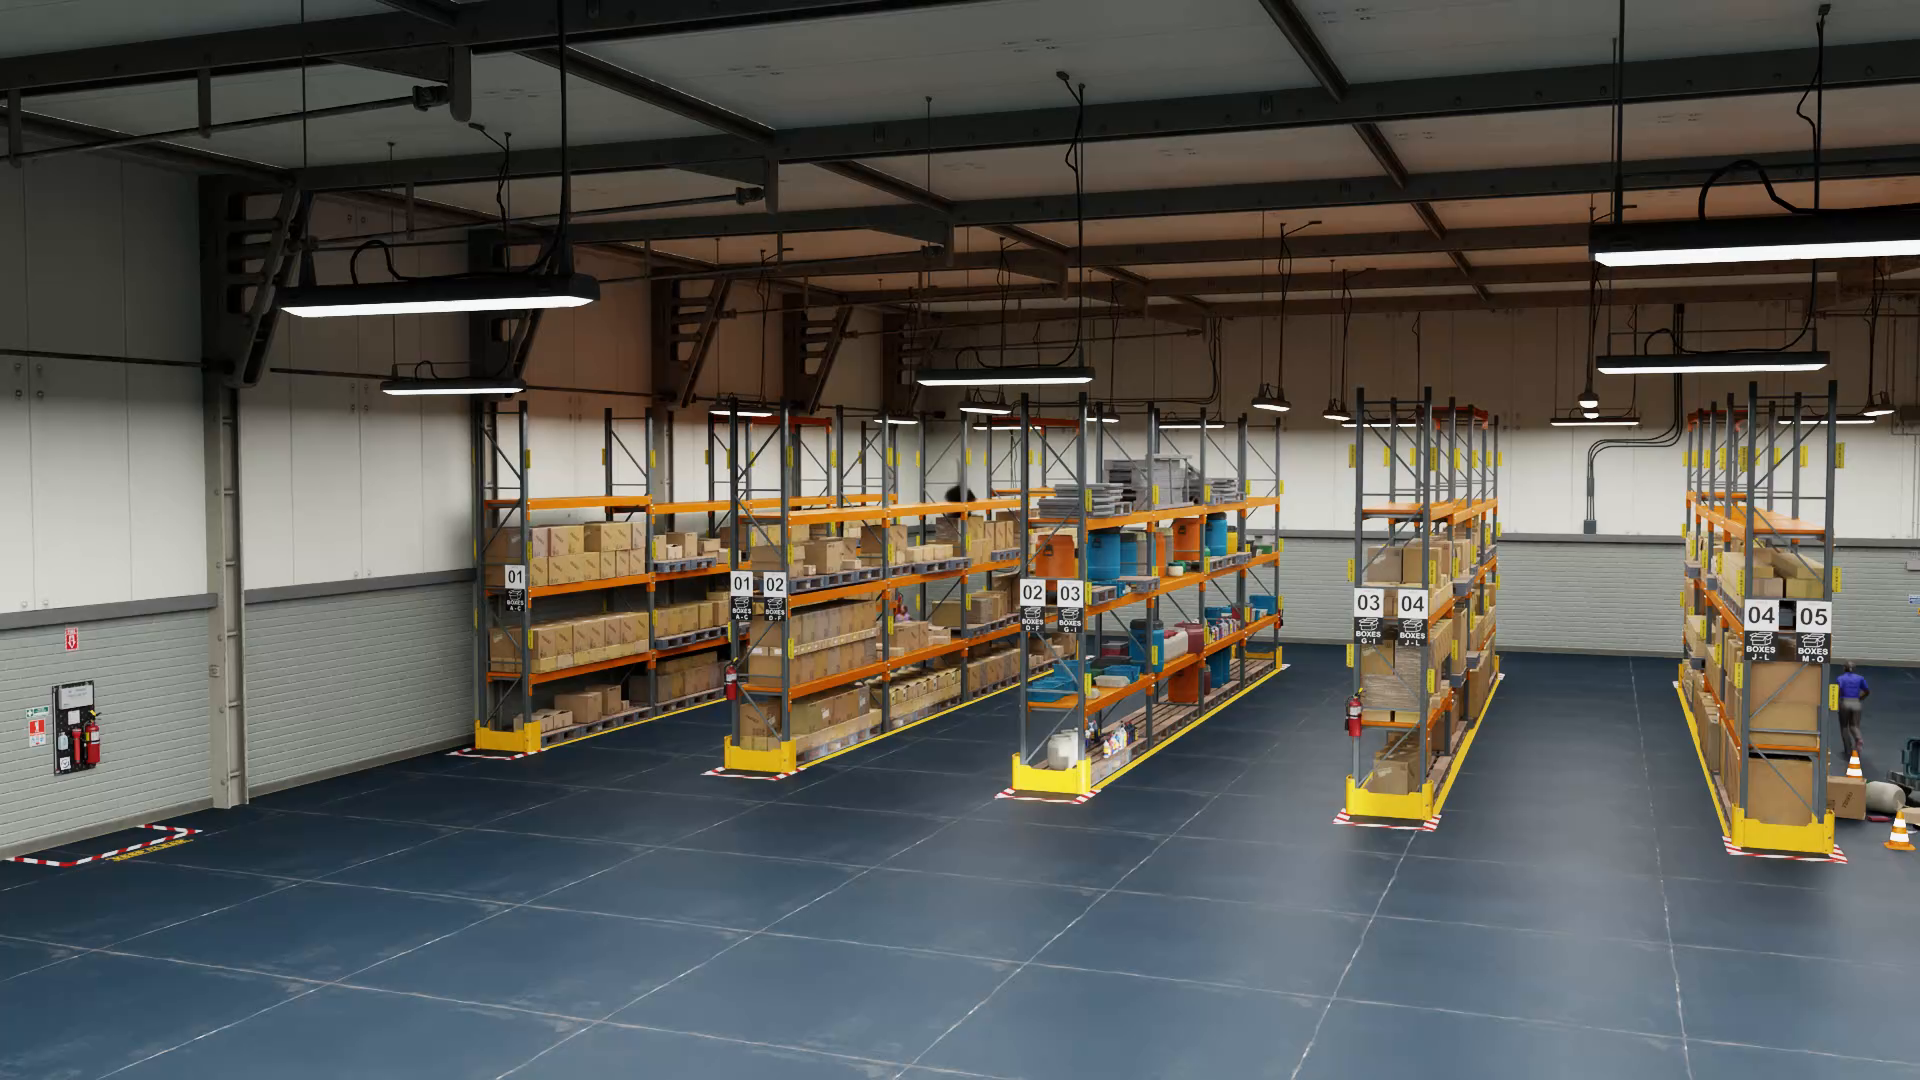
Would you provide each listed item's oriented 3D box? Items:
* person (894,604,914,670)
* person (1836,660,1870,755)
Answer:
[{"bbox_3d":[-1.330,2.306,39.572,0.547,1.568,0.632,1,3,13],"label":"person"},{"bbox_3d":[15.061,2.850,28.080,0.572,1.602,0.646,1,3,13],"label":"person"}]
